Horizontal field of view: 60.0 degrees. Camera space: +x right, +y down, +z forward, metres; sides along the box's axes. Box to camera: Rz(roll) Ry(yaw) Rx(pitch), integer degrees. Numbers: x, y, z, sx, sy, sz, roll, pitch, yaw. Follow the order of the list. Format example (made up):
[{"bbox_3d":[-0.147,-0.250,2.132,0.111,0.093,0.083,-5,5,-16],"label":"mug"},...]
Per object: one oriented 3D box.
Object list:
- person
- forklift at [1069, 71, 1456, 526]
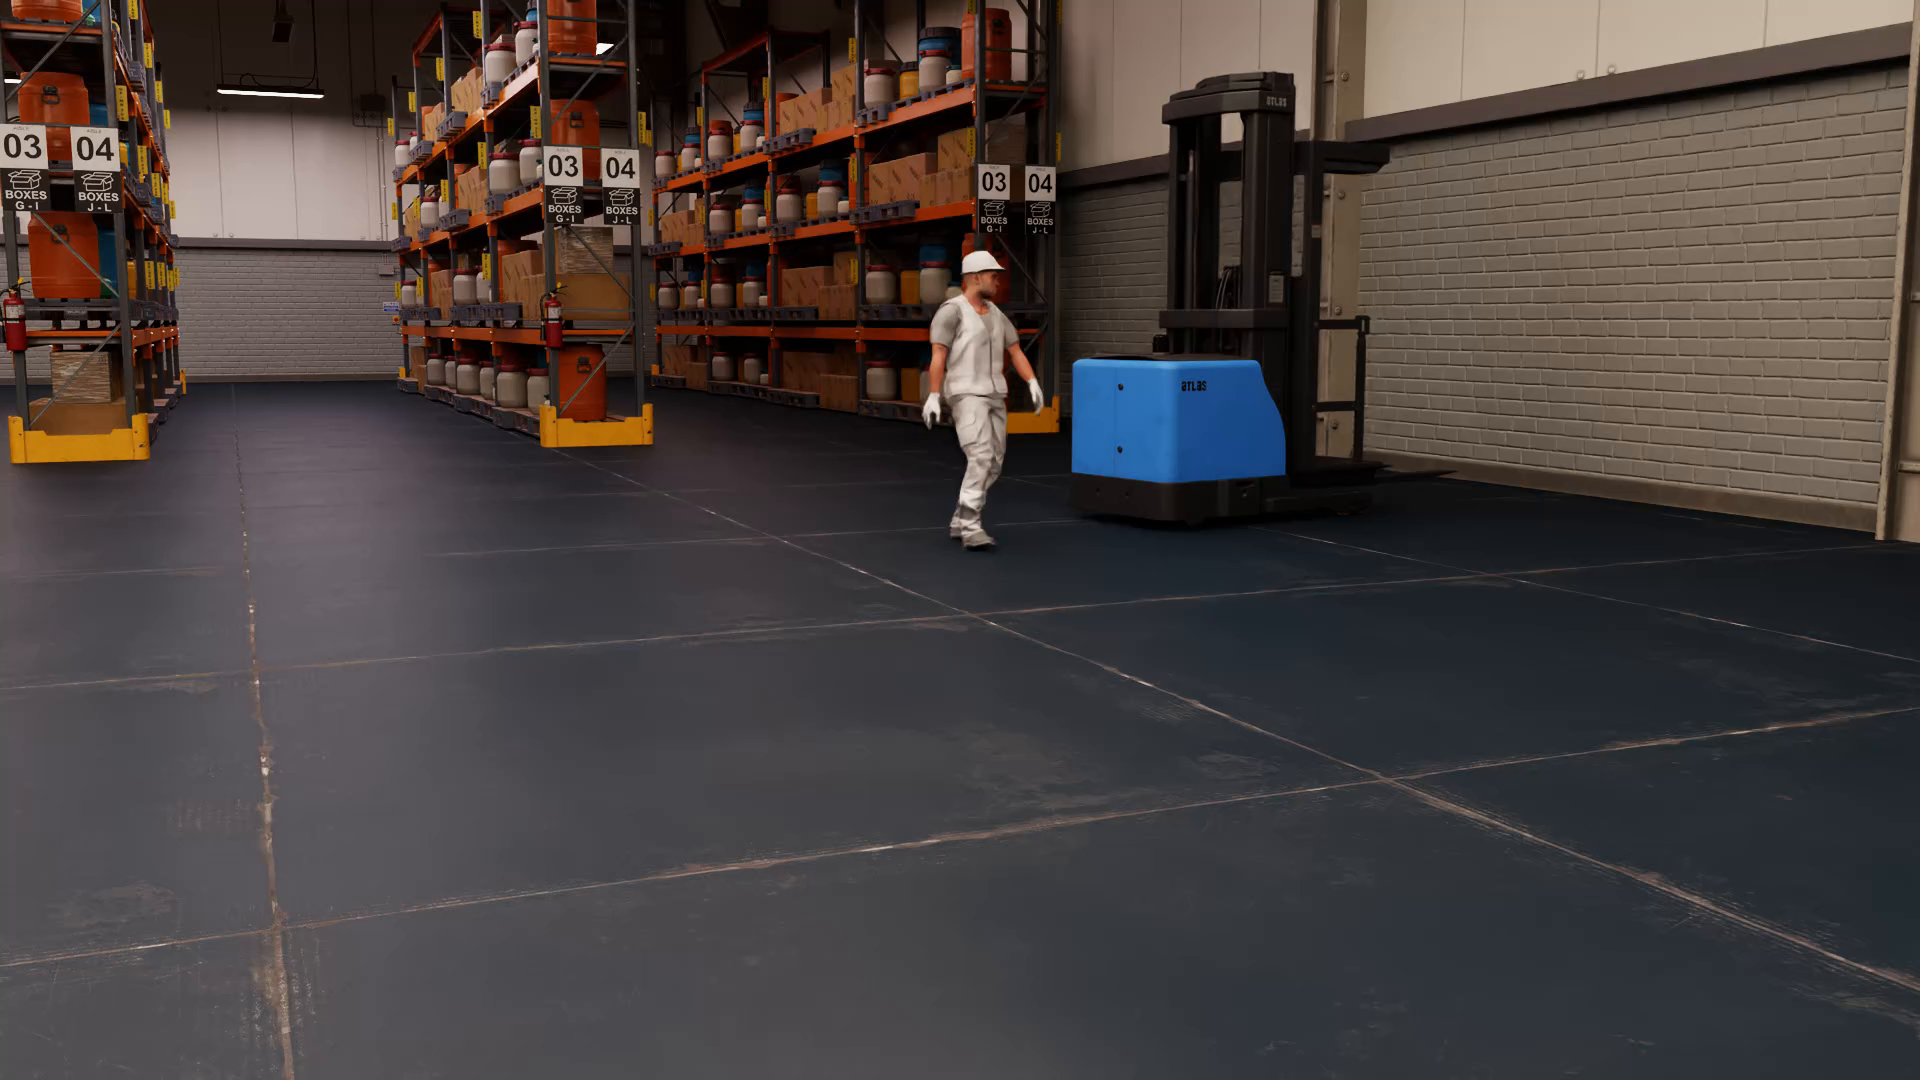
[{"bbox_3d":[0.115,-0.834,9.867,0.643,1.745,0.668,7,10,41],"label":"person"},{"bbox_3d":[2.243,-1.665,11.569,3.031,2.935,1.130,-5,9,-34],"label":"forklift"}]
